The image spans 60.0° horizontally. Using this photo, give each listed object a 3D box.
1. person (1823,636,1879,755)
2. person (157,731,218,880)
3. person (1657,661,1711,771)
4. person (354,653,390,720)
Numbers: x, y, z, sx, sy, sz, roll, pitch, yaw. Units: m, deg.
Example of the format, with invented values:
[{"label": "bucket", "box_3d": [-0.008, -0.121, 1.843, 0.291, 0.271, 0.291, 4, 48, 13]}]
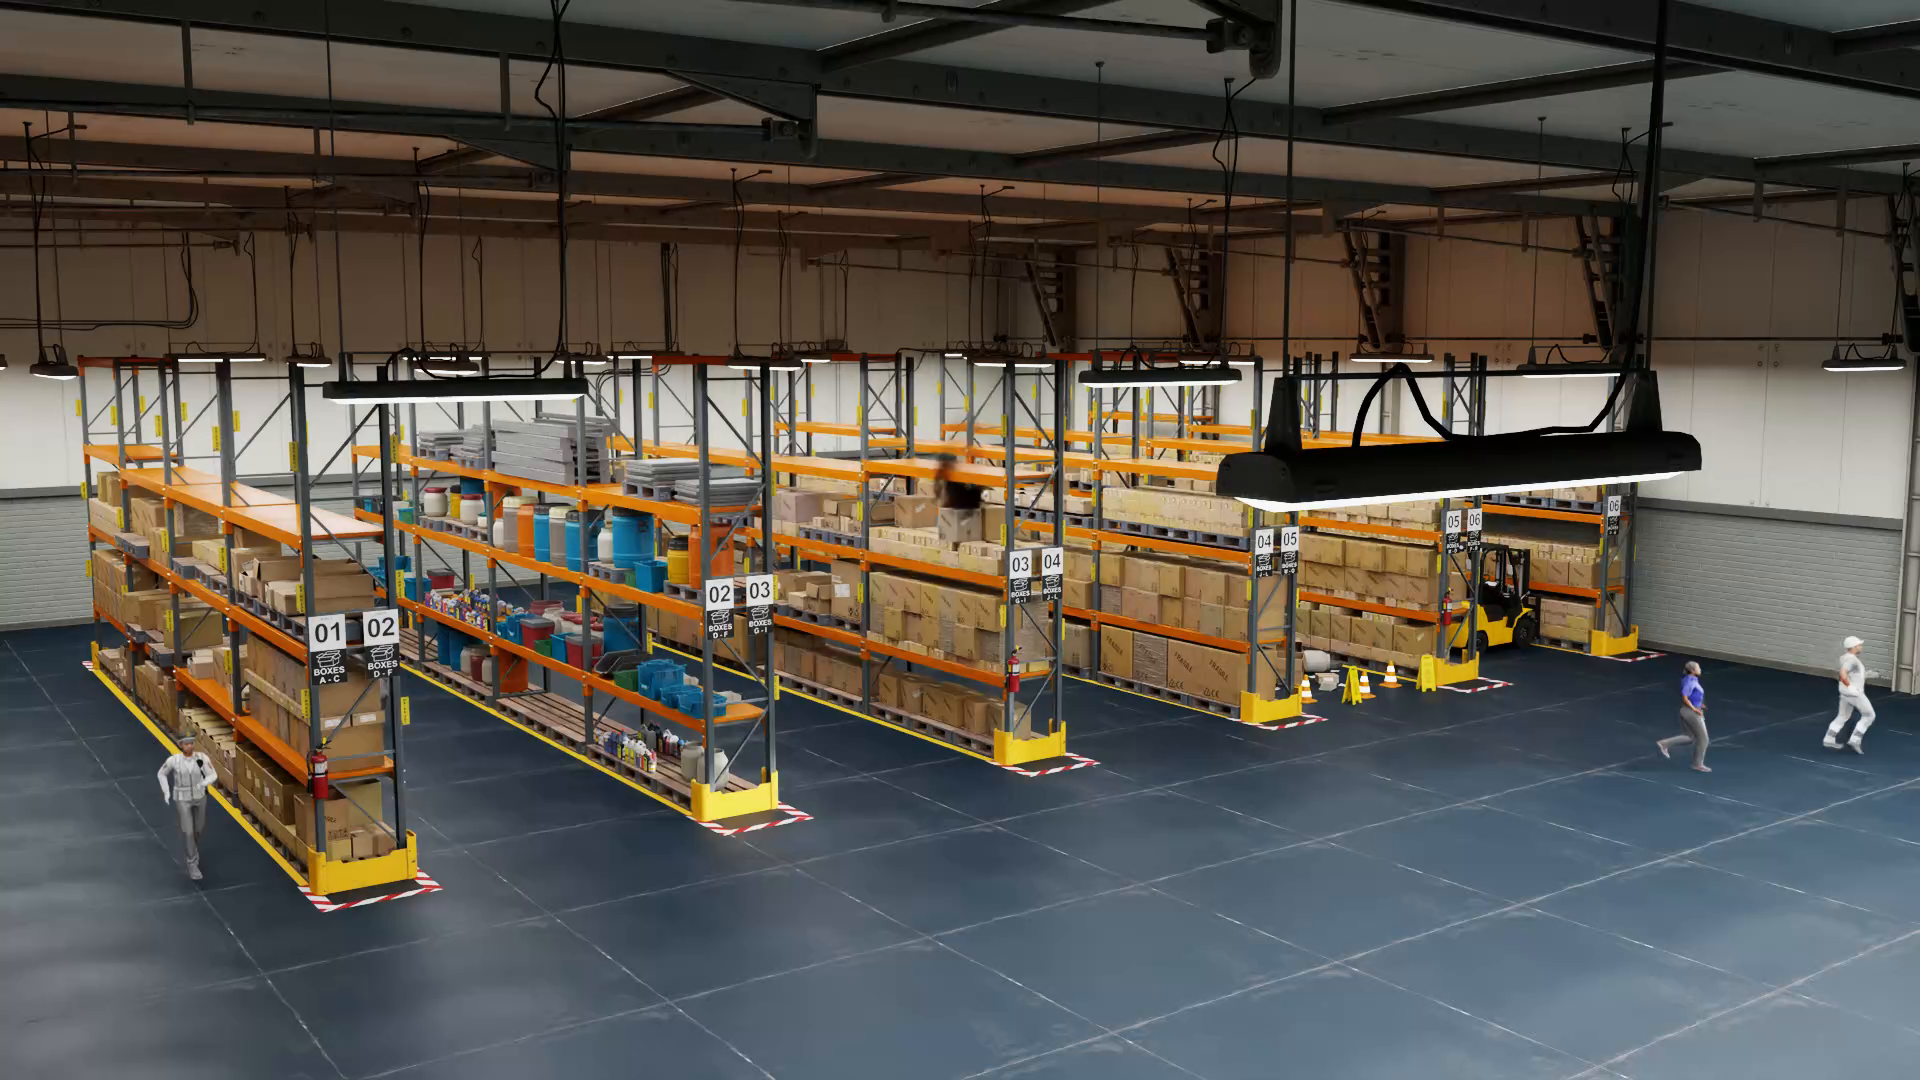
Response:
[{"label": "person", "box_3d": [13.631, 2.373, 25.381, 0.735, 1.817, 0.641, 1, 7, 8]}, {"label": "person", "box_3d": [-9.130, 3.087, 19.722, 0.611, 1.701, 0.864, -5, 9, -37]}, {"label": "person", "box_3d": [10.679, 2.584, 24.424, 0.760, 1.643, 0.577, 1, 7, 11]}, {"label": "person", "box_3d": [-9.491, 2.159, 27.230, 0.693, 1.770, 0.629, 6, 9, 41]}]
